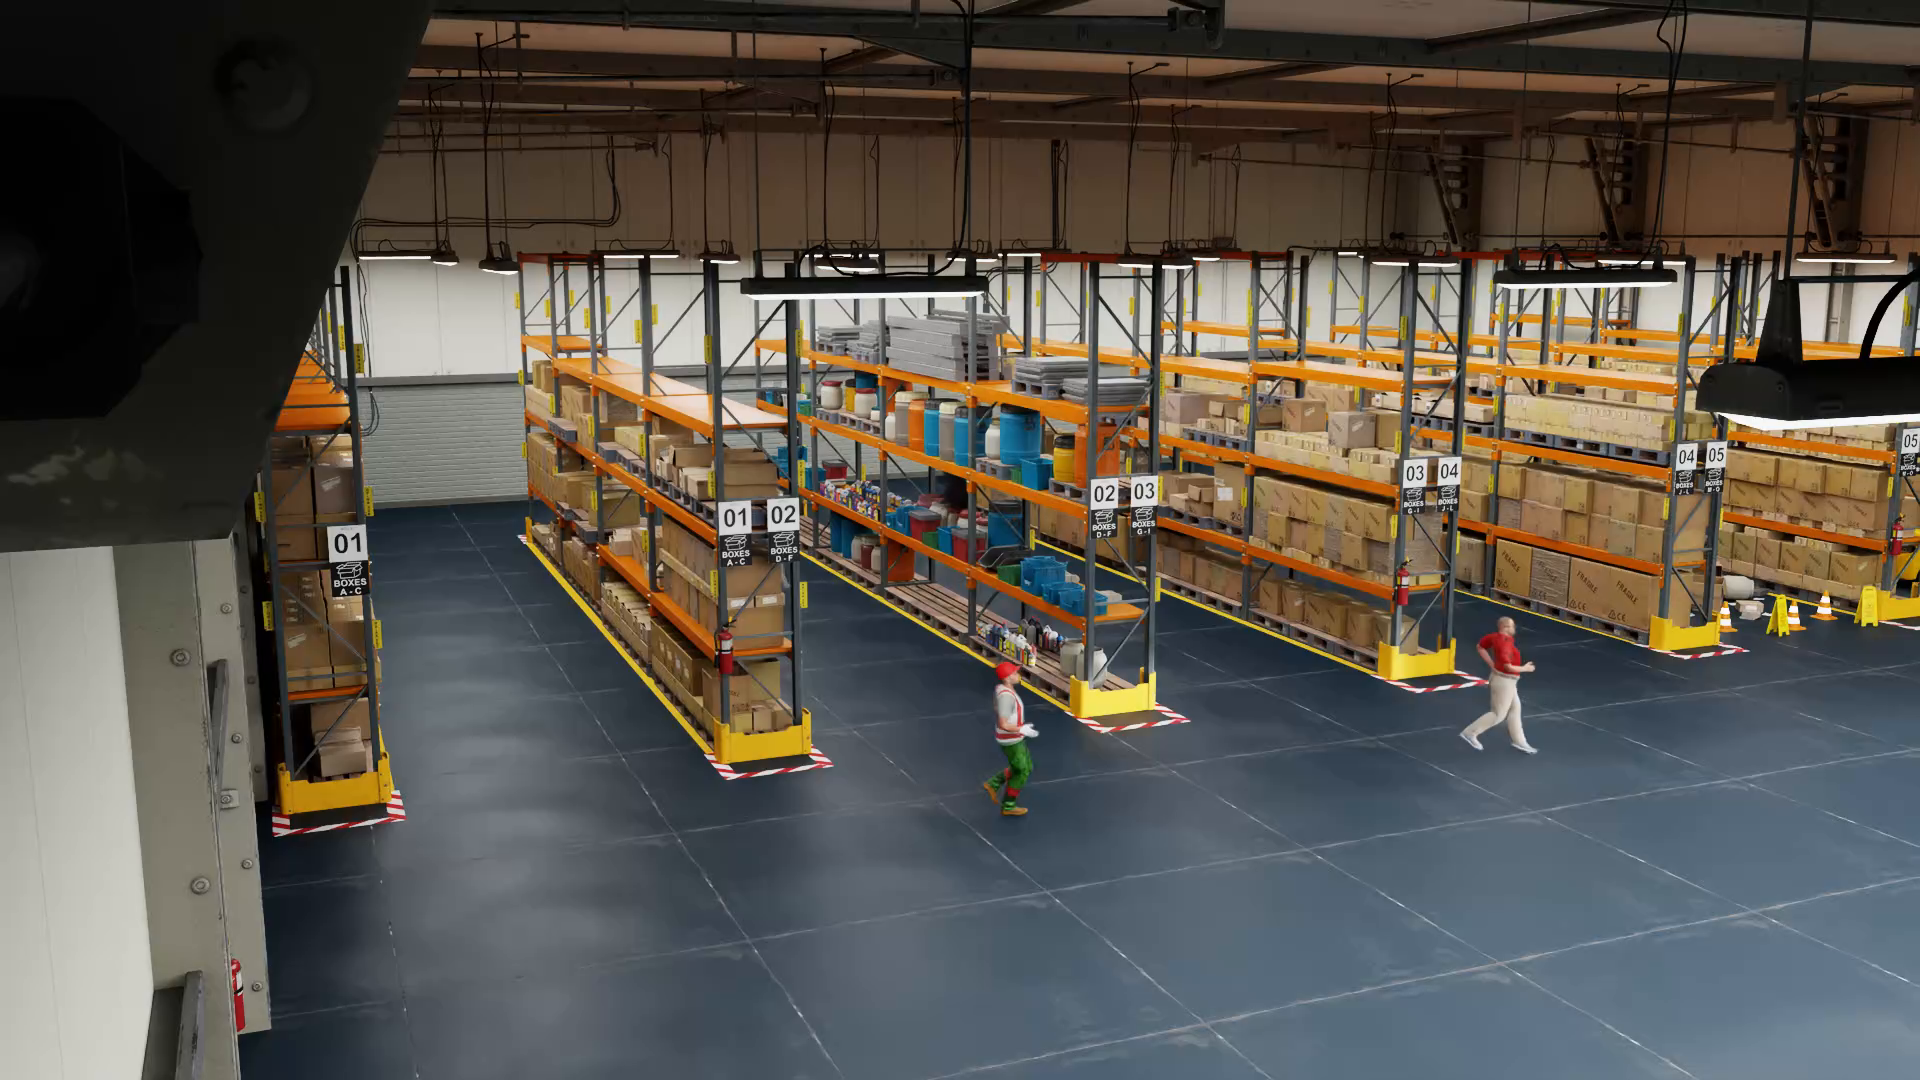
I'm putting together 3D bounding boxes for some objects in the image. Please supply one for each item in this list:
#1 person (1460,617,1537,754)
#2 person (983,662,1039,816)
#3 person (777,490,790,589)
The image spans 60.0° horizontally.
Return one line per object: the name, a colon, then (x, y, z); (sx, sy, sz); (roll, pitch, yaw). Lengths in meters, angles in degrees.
person: (6.666, 1.794, 20.445); (0.980, 1.750, 0.673); (1, 10, 5)
person: (0.556, 2.181, 18.281); (0.613, 1.738, 0.651); (0, 10, 1)
person: (-3.123, -0.023, 28.973); (0.613, 1.710, 0.845); (-6, 12, -31)
